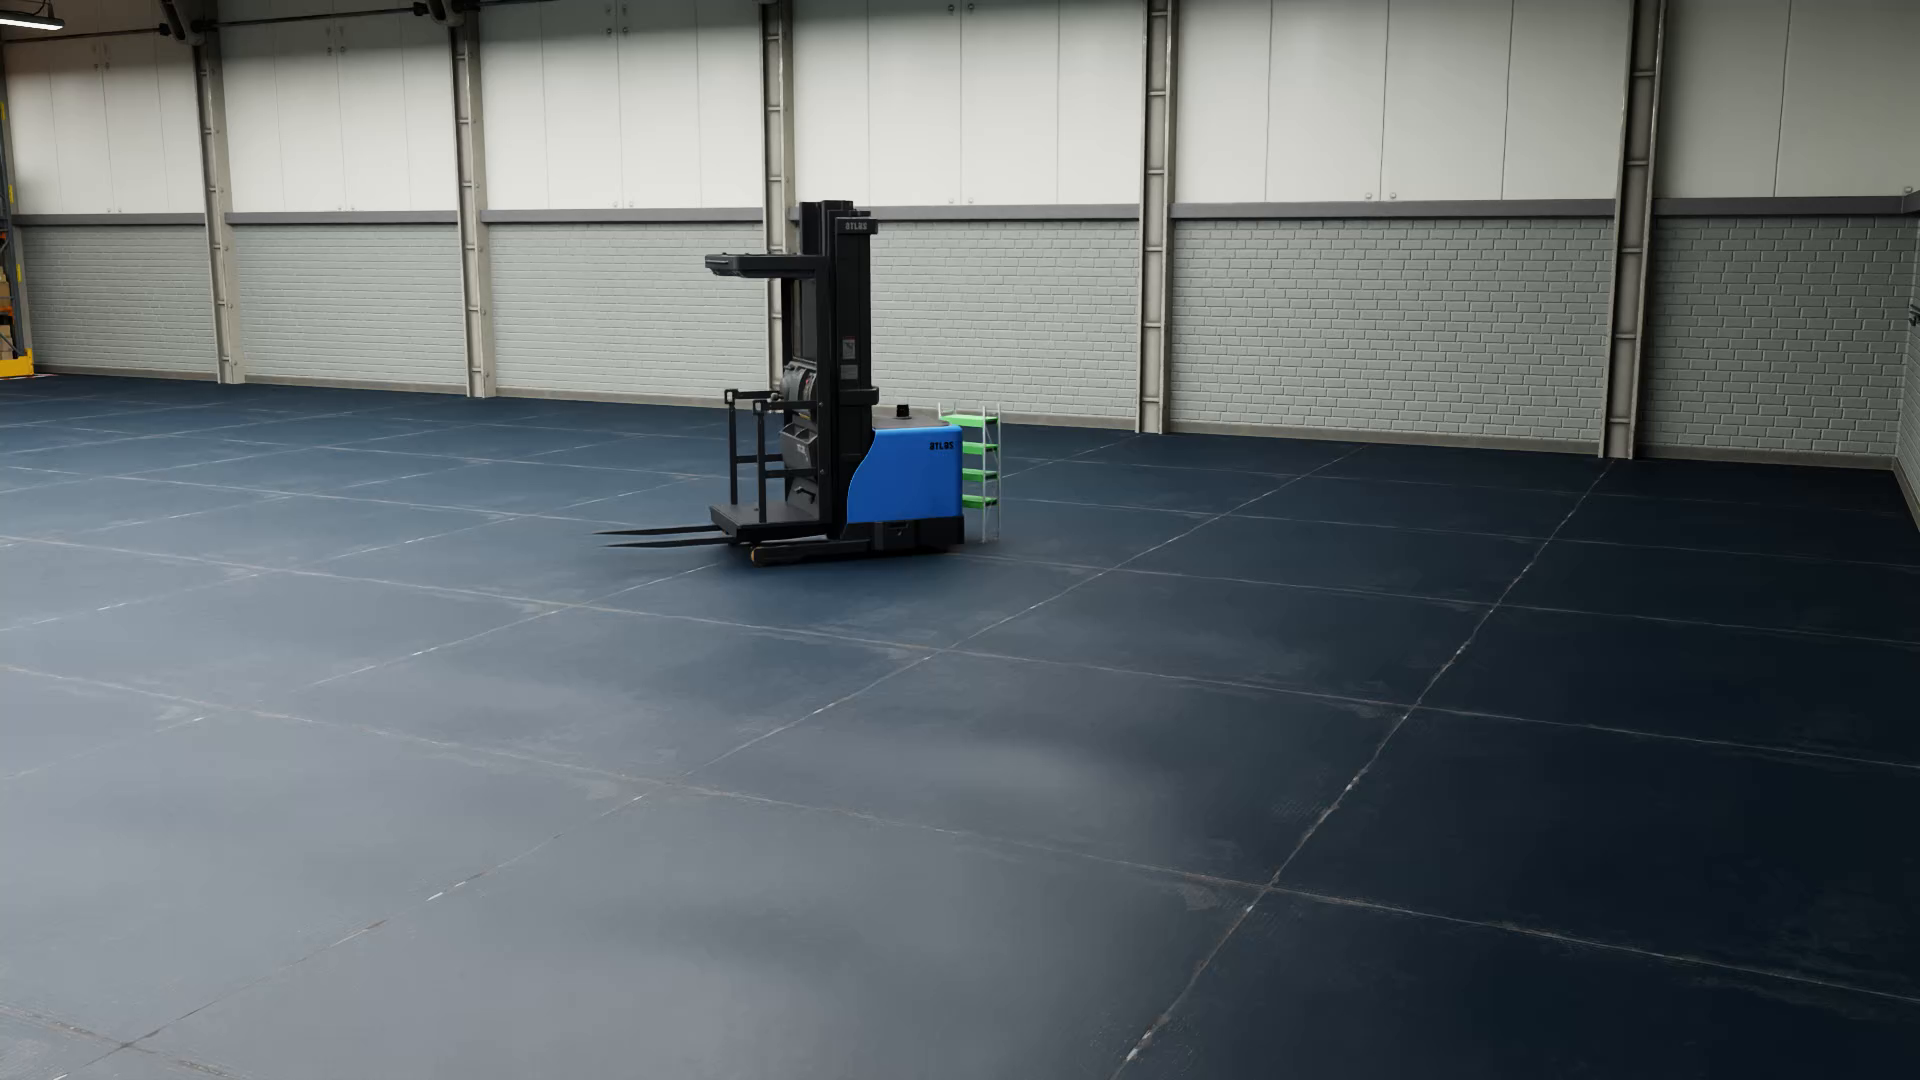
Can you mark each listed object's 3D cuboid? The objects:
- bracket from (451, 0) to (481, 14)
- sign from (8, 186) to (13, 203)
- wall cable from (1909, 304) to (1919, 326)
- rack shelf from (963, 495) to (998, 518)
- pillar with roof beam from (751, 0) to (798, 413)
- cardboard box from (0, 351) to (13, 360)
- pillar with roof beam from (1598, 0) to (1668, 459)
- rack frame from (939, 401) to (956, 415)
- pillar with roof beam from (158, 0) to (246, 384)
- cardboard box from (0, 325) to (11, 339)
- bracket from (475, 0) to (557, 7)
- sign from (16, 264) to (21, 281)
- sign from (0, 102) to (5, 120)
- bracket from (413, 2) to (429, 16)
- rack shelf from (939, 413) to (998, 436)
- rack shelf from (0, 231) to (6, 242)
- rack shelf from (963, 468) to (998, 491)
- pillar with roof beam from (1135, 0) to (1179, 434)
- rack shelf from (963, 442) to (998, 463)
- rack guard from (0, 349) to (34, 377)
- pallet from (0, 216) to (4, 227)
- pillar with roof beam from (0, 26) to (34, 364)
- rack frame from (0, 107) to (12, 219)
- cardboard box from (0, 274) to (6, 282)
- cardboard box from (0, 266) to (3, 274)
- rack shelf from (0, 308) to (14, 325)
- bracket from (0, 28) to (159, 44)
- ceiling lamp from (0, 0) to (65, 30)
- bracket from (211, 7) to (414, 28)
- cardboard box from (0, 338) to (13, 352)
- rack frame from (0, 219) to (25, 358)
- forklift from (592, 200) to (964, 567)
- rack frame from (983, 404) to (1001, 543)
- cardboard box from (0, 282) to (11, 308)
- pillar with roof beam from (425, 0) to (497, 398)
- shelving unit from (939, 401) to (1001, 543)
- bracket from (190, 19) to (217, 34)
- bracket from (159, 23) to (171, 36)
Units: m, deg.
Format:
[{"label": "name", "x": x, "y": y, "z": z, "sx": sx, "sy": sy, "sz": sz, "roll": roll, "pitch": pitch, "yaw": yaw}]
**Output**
[{"label": "bracket", "x": -7.887, "y": -8.547, "z": 26.579, "sx": 0.430, "sy": 0.232, "sz": 0.235, "roll": 5, "pitch": 11, "yaw": 26}, {"label": "sign", "x": -18.387, "y": -6.693, "z": 32.189, "sx": 0.005, "sy": 0.325, "sz": 0.100, "roll": 5, "pitch": 11, "yaw": 26}, {"label": "wall cable", "x": 10.096, "y": -3.475, "z": 17.383, "sx": 0.112, "sy": 2.526, "sz": 3.097, "roll": 5, "pitch": 11, "yaw": 26}, {"label": "rack shelf", "x": 0.083, "y": -0.311, "z": 14.787, "sx": 0.480, "sy": 0.148, "sz": 0.258, "roll": 8, "pitch": 13, "yaw": 36}, {"label": "pillar with roof beam", "x": -4.627, "y": -5.705, "z": 20.982, "sx": 0.548, "sy": 9.000, "sz": 9.100, "roll": 5, "pitch": 11, "yaw": 26}, {"label": "cardboard box", "x": -18.992, "y": -3.583, "z": 32.648, "sx": 0.500, "sy": 0.250, "sz": 0.500, "roll": 5, "pitch": 11, "yaw": 26}, {"label": "pillar with roof beam", "x": 6.135, "y": -4.759, "z": 15.757, "sx": 0.400, "sy": 9.000, "sz": 9.100, "roll": 5, "pitch": 11, "yaw": 26}, {"label": "rack frame", "x": -0.112, "y": -0.636, "z": 14.877, "sx": 0.015, "sy": 1.200, "sz": 0.240, "roll": 8, "pitch": 13, "yaw": 36}, {"label": "pillar with roof beam", "x": -15.388, "y": -6.650, "z": 26.207, "sx": 0.548, "sy": 9.000, "sz": 9.100, "roll": 5, "pitch": 11, "yaw": 26}, {"label": "cardboard box", "x": -18.986, "y": -4.073, "z": 32.548, "sx": 0.500, "sy": 0.250, "sz": 0.500, "roll": 5, "pitch": 11, "yaw": 25}, {"label": "bracket", "x": -5.562, "y": -8.342, "z": 25.449, "sx": 4.783, "sy": 0.066, "sz": 0.076, "roll": 5, "pitch": 11, "yaw": 26}, {"label": "sign", "x": -18.387, "y": -5.213, "z": 32.457, "sx": 0.005, "sy": 0.325, "sz": 0.100, "roll": 5, "pitch": 11, "yaw": 26}, {"label": "sign", "x": -18.387, "y": -8.237, "z": 31.909, "sx": 0.005, "sy": 0.325, "sz": 0.100, "roll": 5, "pitch": 11, "yaw": 26}, {"label": "bracket", "x": -8.632, "y": -8.612, "z": 26.940, "sx": 0.430, "sy": 0.232, "sz": 0.235, "roll": 5, "pitch": 11, "yaw": 26}, {"label": "rack shelf", "x": 0.083, "y": -1.020, "z": 14.659, "sx": 0.480, "sy": 0.148, "sz": 0.258, "roll": 8, "pitch": 13, "yaw": 36}, {"label": "rack shelf", "x": -20.432, "y": -5.939, "z": 32.721, "sx": 4.000, "sy": 0.370, "sz": 1.077, "roll": 5, "pitch": 11, "yaw": 26}, {"label": "rack shelf", "x": 0.083, "y": -0.547, "z": 14.744, "sx": 0.480, "sy": 0.148, "sz": 0.258, "roll": 8, "pitch": 13, "yaw": 36}, {"label": "pillar with roof beam", "x": 0.754, "y": -5.232, "z": 18.369, "sx": 0.400, "sy": 9.000, "sz": 9.100, "roll": 5, "pitch": 11, "yaw": 26}, {"label": "rack shelf", "x": 0.083, "y": -0.784, "z": 14.702, "sx": 0.480, "sy": 0.148, "sz": 0.258, "roll": 8, "pitch": 13, "yaw": 36}, {"label": "rack guard", "x": -18.617, "y": -3.428, "z": 32.266, "sx": 0.348, "sy": 0.500, "sz": 1.175, "roll": 5, "pitch": 11, "yaw": 26}, {"label": "pallet", "x": -19.261, "y": -6.152, "z": 32.125, "sx": 1.213, "sy": 0.211, "sz": 1.003, "roll": 5, "pitch": 11, "yaw": 26}, {"label": "pillar with roof beam", "x": -20.769, "y": -7.123, "z": 28.819, "sx": 0.400, "sy": 9.000, "sz": 9.100, "roll": 5, "pitch": 11, "yaw": 26}, {"label": "rack frame", "x": -18.638, "y": -7.612, "z": 31.519, "sx": 0.127, "sy": 3.000, "sz": 1.000, "roll": 5, "pitch": 11, "yaw": 26}, {"label": "cardboard box", "x": -18.828, "y": -5.096, "z": 32.364, "sx": 0.250, "sy": 0.149, "sz": 0.380, "roll": 5, "pitch": 11, "yaw": 24}, {"label": "cardboard box", "x": -18.845, "y": -5.235, "z": 32.295, "sx": 0.250, "sy": 0.149, "sz": 0.380, "roll": 5, "pitch": 11, "yaw": 25}, {"label": "rack shelf", "x": -20.432, "y": -4.463, "z": 32.989, "sx": 4.000, "sy": 0.370, "sz": 1.077, "roll": 5, "pitch": 11, "yaw": 26}, {"label": "bracket", "x": -16.323, "y": -9.288, "z": 30.674, "sx": 4.783, "sy": 0.066, "sz": 0.076, "roll": 5, "pitch": 11, "yaw": 26}, {"label": "ceiling lamp", "x": -14.261, "y": -9.335, "z": 24.652, "sx": 0.800, "sy": 3.185, "sz": 2.000, "roll": 5, "pitch": 11, "yaw": 26}, {"label": "bracket", "x": -10.942, "y": -8.815, "z": 28.062, "sx": 4.783, "sy": 0.066, "sz": 0.076, "roll": 5, "pitch": 11, "yaw": 26}, {"label": "cardboard box", "x": -18.968, "y": -3.829, "z": 32.605, "sx": 0.500, "sy": 0.250, "sz": 0.500, "roll": 5, "pitch": 12, "yaw": 27}, {"label": "rack frame", "x": -18.638, "y": -4.660, "z": 32.054, "sx": 0.127, "sy": 3.000, "sz": 1.000, "roll": 5, "pitch": 11, "yaw": 26}, {"label": "forklift", "x": -1.535, "y": -1.332, "z": 13.858, "sx": 3.031, "sy": 2.935, "sz": 1.130, "roll": -4, "pitch": 11, "yaw": -21}, {"label": "rack frame", "x": 0.279, "y": -0.584, "z": 14.589, "sx": 0.015, "sy": 1.200, "sz": 0.240, "roll": 8, "pitch": 13, "yaw": 36}, {"label": "cardboard box", "x": -18.960, "y": -4.792, "z": 32.506, "sx": 0.500, "sy": 0.500, "sz": 0.500, "roll": 5, "pitch": 12, "yaw": 28}, {"label": "pillar with roof beam", "x": -10.007, "y": -6.177, "z": 23.594, "sx": 0.548, "sy": 9.000, "sz": 9.100, "roll": 5, "pitch": 11, "yaw": 26}, {"label": "shelving unit", "x": 0.083, "y": -0.610, "z": 14.733, "sx": 0.503, "sy": 1.200, "sz": 0.258, "roll": 8, "pitch": 13, "yaw": 36}, {"label": "bracket", "x": -13.268, "y": -9.020, "z": 29.191, "sx": 0.430, "sy": 0.232, "sz": 0.235, "roll": 5, "pitch": 11, "yaw": 26}, {"label": "bracket", "x": -14.013, "y": -9.085, "z": 29.552, "sx": 0.430, "sy": 0.232, "sz": 0.235, "roll": 5, "pitch": 11, "yaw": 26}]
